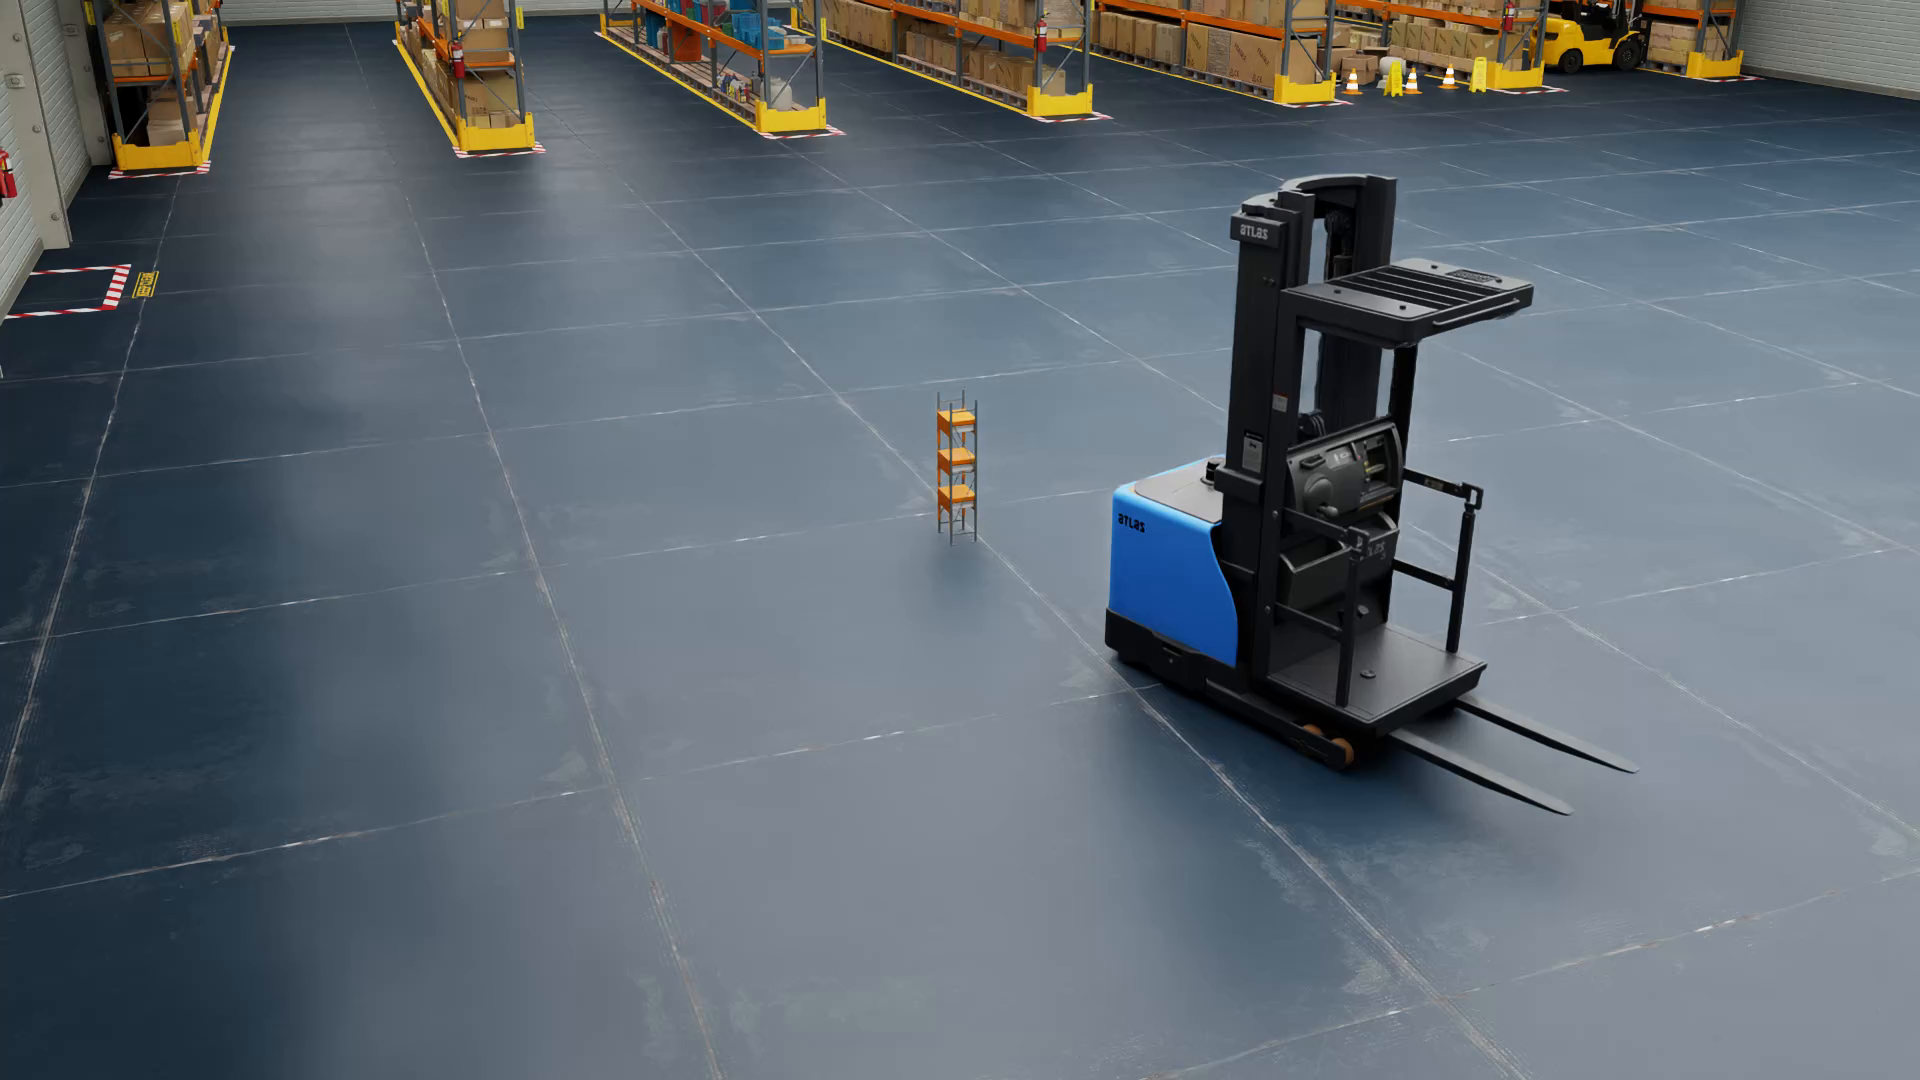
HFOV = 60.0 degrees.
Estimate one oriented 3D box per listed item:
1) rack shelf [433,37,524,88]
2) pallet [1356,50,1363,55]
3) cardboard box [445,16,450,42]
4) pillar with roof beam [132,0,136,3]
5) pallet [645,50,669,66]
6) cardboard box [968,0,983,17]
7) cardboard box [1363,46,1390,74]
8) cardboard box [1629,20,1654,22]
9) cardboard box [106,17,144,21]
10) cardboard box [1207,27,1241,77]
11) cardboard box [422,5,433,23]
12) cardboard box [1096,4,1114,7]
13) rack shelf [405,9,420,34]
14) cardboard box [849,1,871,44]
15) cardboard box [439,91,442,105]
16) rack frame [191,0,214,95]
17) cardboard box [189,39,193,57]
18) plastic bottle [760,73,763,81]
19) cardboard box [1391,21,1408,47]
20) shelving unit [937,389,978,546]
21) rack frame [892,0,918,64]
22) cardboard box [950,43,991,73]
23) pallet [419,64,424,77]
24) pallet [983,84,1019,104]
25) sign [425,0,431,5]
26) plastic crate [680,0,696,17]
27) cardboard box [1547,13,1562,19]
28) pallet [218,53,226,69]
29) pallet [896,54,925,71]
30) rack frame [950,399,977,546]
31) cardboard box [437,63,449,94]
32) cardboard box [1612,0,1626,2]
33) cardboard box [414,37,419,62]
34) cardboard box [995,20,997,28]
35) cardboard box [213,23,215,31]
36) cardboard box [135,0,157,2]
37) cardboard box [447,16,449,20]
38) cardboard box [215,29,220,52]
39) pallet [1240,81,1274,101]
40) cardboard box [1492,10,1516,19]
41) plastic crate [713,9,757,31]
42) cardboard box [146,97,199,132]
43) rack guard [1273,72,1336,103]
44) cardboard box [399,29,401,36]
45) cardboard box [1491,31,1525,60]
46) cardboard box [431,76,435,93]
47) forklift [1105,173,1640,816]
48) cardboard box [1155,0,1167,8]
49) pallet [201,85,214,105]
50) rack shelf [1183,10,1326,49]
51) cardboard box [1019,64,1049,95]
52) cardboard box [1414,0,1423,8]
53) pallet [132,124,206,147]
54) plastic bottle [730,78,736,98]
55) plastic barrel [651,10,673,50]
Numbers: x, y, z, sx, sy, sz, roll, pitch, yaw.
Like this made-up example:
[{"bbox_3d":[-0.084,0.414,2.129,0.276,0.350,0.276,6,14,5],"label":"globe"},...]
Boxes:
[{"bbox_3d":[-8.152,-8.098,28.027,1.077,0.370,4.000,-8,24,-19],"label":"rack shelf"},{"bbox_3d":[9.405,-10.871,37.271,1.003,0.211,1.213,-8,24,-19],"label":"pallet"},{"bbox_3d":[-8.504,-8.851,28.759,0.700,0.500,0.500,-9,24,-20],"label":"cardboard box"},{"bbox_3d":[-13.347,-14.873,35.450,9.100,9.000,0.400,-8,24,-19],"label":"pillar with roof beam"},{"bbox_3d":[-6.381,-10.726,36.927,1.003,0.211,1.213,-8,24,-19],"label":"pallet"},{"bbox_3d":[0.655,-10.339,31.905,0.875,0.500,0.500,-8,24,-19],"label":"cardboard box"},{"bbox_3d":[8.787,-10.147,35.177,0.500,0.500,0.500,8,24,18],"label":"cardboard box"},{"bbox_3d":[14.737,-11.166,36.093,0.500,0.250,0.500,-9,24,-20],"label":"cardboard box"},{"bbox_3d":[-12.613,-7.634,25.201,0.500,0.500,0.500,-8,24,-18],"label":"cardboard box"},{"bbox_3d":[5.565,-9.807,33.351,0.875,0.875,0.875,-8,24,-19],"label":"cardboard box"},{"bbox_3d":[-10.137,-10.217,32.243,0.500,0.311,0.500,-9,24,-20],"label":"cardboard box"},{"bbox_3d":[3.477,-12.466,39.178,0.500,0.250,0.500,-9,24,-20],"label":"cardboard box"},{"bbox_3d":[-10.978,-11.005,34.924,1.077,0.370,4.000,-8,24,-19],"label":"rack shelf"},{"bbox_3d":[-1.855,-12.081,38.745,1.225,0.875,0.875,-9,25,-21],"label":"cardboard box"},{"bbox_3d":[-8.978,-7.872,29.565,0.500,0.250,0.500,-8,24,-19],"label":"cardboard box"},{"bbox_3d":[-14.905,-9.928,31.444,1.000,3.000,0.127,-8,24,-19],"label":"rack frame"},{"bbox_3d":[-12.680,-7.922,26.850,0.500,0.250,0.500,-8,24,-19],"label":"cardboard box"},{"bbox_3d":[-3.658,-8.552,31.023,0.144,0.351,0.185,-10,25,-22],"label":"plastic bottle"},{"bbox_3d":[9.637,-10.894,35.769,0.500,0.500,0.500,-7,24,-16],"label":"cardboard box"},{"bbox_3d":[-0.019,-0.503,11.592,0.215,1.050,0.252,-8,24,-19],"label":"shelving unit"},{"bbox_3d":[-1.003,-11.967,36.281,1.000,3.000,0.127,-8,24,-19],"label":"rack frame"},{"bbox_3d":[0.213,-9.791,33.769,0.700,0.500,0.500,-10,25,-23],"label":"cardboard box"},{"bbox_3d":[-10.927,-10.043,35.307,1.003,0.211,1.213,-8,24,-19],"label":"pallet"},{"bbox_3d":[1.115,-8.546,31.754,1.003,0.211,1.213,-8,24,-19],"label":"pallet"},{"bbox_3d":[-9.363,-9.575,29.217,0.100,0.325,0.005,-8,24,-19],"label":"sign"},{"bbox_3d":[-5.352,-10.688,33.164,0.402,0.464,0.583,-8,24,-19],"label":"plastic crate"},{"bbox_3d":[14.129,-11.843,38.504,0.875,0.625,0.625,-7,24,-17],"label":"cardboard box"},{"bbox_3d":[-16.513,-10.384,36.115,1.003,0.211,1.213,-8,24,-19],"label":"pallet"},{"bbox_3d":[-0.728,-10.398,36.149,1.003,0.211,1.213,-8,24,-19],"label":"pallet"},{"bbox_3d":[0.024,-0.459,11.487,0.200,1.050,0.008,-8,24,-19],"label":"rack frame"},{"bbox_3d":[-8.804,-8.036,28.988,0.500,0.500,0.500,-8,24,-19],"label":"cardboard box"},{"bbox_3d":[14.616,-12.034,36.311,0.500,0.500,0.500,-9,24,-20],"label":"cardboard box"},{"bbox_3d":[-11.195,-10.346,35.086,0.500,0.500,0.500,-9,25,-21],"label":"cardboard box"},{"bbox_3d":[0.878,-9.651,31.109,0.380,0.149,0.250,-8,24,-19],"label":"cardboard box"},{"bbox_3d":[-16.436,-11.158,36.203,0.380,0.149,0.250,-8,24,-17],"label":"cardboard box"},{"bbox_3d":[-13.830,-9.117,28.825,0.700,0.500,0.500,-6,24,-14],"label":"cardboard box"},{"bbox_3d":[-8.309,-8.724,27.622,0.380,0.149,0.250,-9,24,-20],"label":"cardboard box"},{"bbox_3d":[-16.840,-11.079,36.852,0.700,0.500,0.500,-8,24,-18],"label":"cardboard box"},{"bbox_3d":[6.144,-8.699,32.118,1.003,0.211,1.213,-8,24,-19],"label":"pallet"},{"bbox_3d":[10.762,-10.411,32.912,0.380,0.149,0.250,-8,24,-17],"label":"cardboard box"},{"bbox_3d":[-4.157,-9.598,30.740,0.767,0.338,0.504,-8,24,-19],"label":"plastic crate"},{"bbox_3d":[-12.653,-6.817,26.713,0.700,0.500,0.500,-10,25,-22],"label":"cardboard box"},{"bbox_3d":[6.508,-8.544,31.377,1.175,0.500,0.348,-8,24,-19],"label":"rack guard"},{"bbox_3d":[-13.183,-12.123,39.733,0.380,0.166,0.250,-8,24,-19],"label":"cardboard box"},{"bbox_3d":[11.059,-10.032,33.723,0.500,0.500,0.500,-9,25,-21],"label":"cardboard box"},{"bbox_3d":[-9.635,-8.563,31.205,0.500,0.250,0.500,-8,24,-18],"label":"cardboard box"},{"bbox_3d":[2.213,-0.350,8.806,1.130,2.935,3.031,-18,29,-37],"label":"forklift"},{"bbox_3d":[4.473,-11.540,35.139,0.500,0.500,0.500,-9,24,-20],"label":"cardboard box"},{"bbox_3d":[-14.630,-8.359,31.311,1.003,0.211,1.213,-8,24,-19],"label":"pallet"},{"bbox_3d":[5.793,-10.099,32.776,1.077,0.370,4.000,-8,24,-19],"label":"rack shelf"},{"bbox_3d":[1.375,-8.544,30.837,0.500,0.500,0.500,-2,23,-5],"label":"cardboard box"},{"bbox_3d":[9.807,-11.328,35.087,0.380,0.149,0.250,-8,24,-17],"label":"cardboard box"},{"bbox_3d":[-12.787,-6.507,26.916,1.003,0.211,1.213,-8,24,-19],"label":"pallet"},{"bbox_3d":[-4.110,-8.243,30.290,0.144,0.351,0.185,-9,24,-19],"label":"plastic bottle"},{"bbox_3d":[-6.623,-11.510,37.358,0.600,0.901,0.708,-8,24,-19],"label":"plastic barrel"}]
